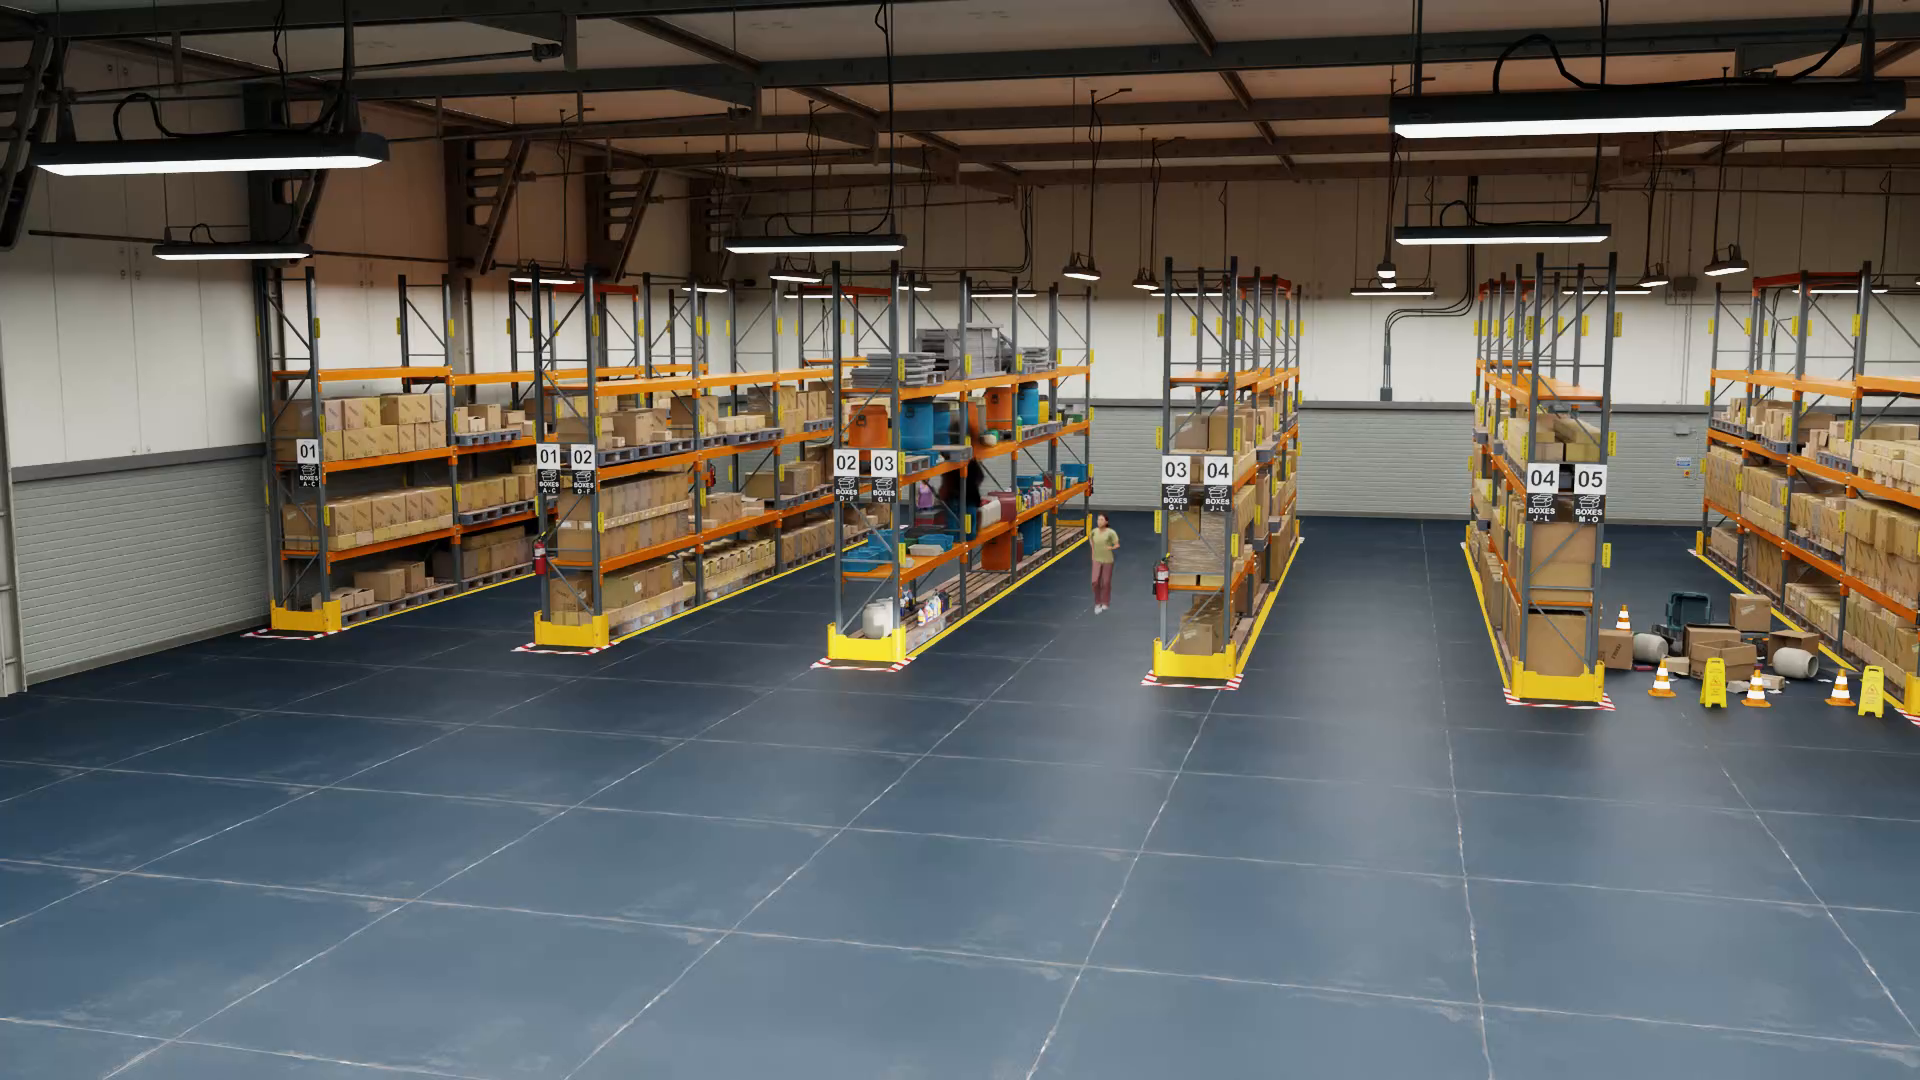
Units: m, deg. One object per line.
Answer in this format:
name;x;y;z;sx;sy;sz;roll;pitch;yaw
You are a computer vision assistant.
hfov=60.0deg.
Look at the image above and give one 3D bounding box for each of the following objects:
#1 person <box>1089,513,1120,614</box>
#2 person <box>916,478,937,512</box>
person;2.373;0.408;27.686;0.571;1.677;0.635;2;8;18
person;-0.821;-0.768;39.537;0.548;1.556;0.631;0;7;1
